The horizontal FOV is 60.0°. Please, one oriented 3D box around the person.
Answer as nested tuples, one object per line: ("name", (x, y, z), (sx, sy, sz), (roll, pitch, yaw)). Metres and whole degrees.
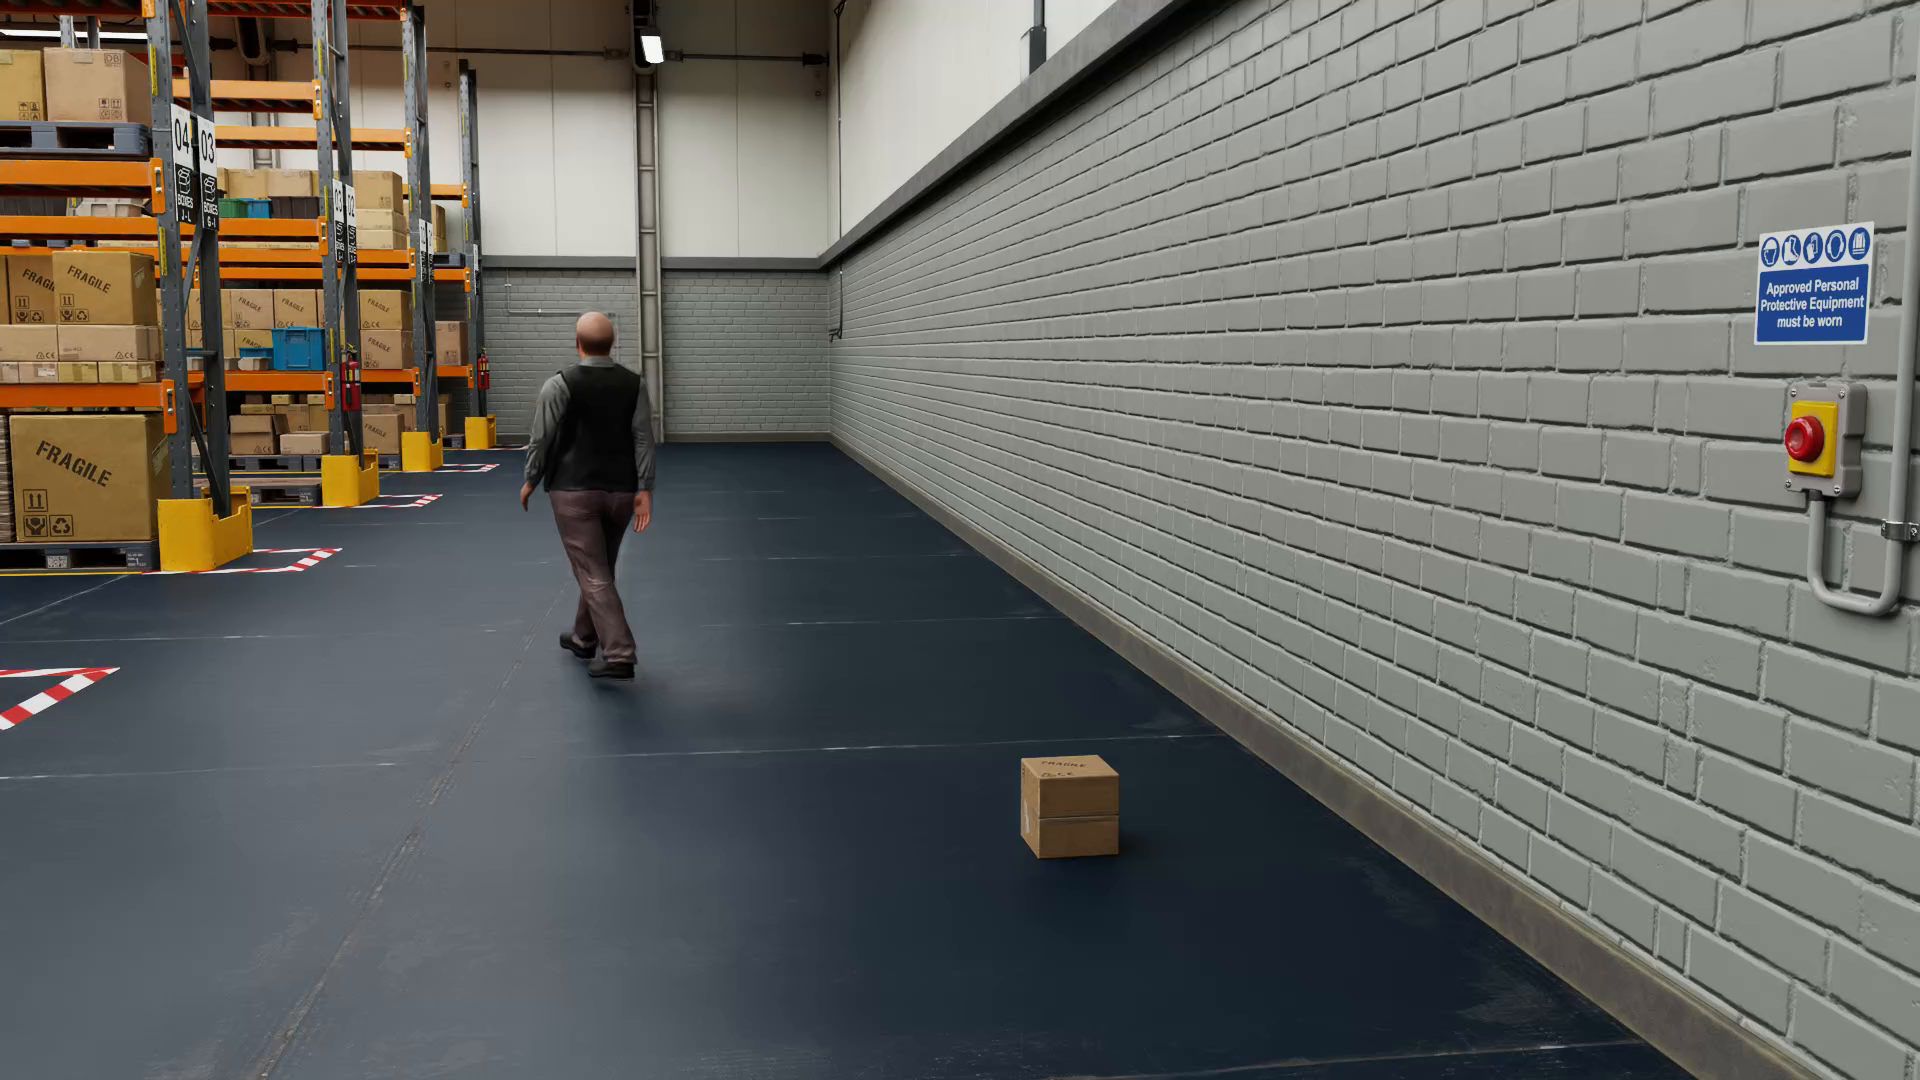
("person", (-1.757, -0.221, 7.748), (0.548, 1.667, 1.021), (-5, 8, -40))
